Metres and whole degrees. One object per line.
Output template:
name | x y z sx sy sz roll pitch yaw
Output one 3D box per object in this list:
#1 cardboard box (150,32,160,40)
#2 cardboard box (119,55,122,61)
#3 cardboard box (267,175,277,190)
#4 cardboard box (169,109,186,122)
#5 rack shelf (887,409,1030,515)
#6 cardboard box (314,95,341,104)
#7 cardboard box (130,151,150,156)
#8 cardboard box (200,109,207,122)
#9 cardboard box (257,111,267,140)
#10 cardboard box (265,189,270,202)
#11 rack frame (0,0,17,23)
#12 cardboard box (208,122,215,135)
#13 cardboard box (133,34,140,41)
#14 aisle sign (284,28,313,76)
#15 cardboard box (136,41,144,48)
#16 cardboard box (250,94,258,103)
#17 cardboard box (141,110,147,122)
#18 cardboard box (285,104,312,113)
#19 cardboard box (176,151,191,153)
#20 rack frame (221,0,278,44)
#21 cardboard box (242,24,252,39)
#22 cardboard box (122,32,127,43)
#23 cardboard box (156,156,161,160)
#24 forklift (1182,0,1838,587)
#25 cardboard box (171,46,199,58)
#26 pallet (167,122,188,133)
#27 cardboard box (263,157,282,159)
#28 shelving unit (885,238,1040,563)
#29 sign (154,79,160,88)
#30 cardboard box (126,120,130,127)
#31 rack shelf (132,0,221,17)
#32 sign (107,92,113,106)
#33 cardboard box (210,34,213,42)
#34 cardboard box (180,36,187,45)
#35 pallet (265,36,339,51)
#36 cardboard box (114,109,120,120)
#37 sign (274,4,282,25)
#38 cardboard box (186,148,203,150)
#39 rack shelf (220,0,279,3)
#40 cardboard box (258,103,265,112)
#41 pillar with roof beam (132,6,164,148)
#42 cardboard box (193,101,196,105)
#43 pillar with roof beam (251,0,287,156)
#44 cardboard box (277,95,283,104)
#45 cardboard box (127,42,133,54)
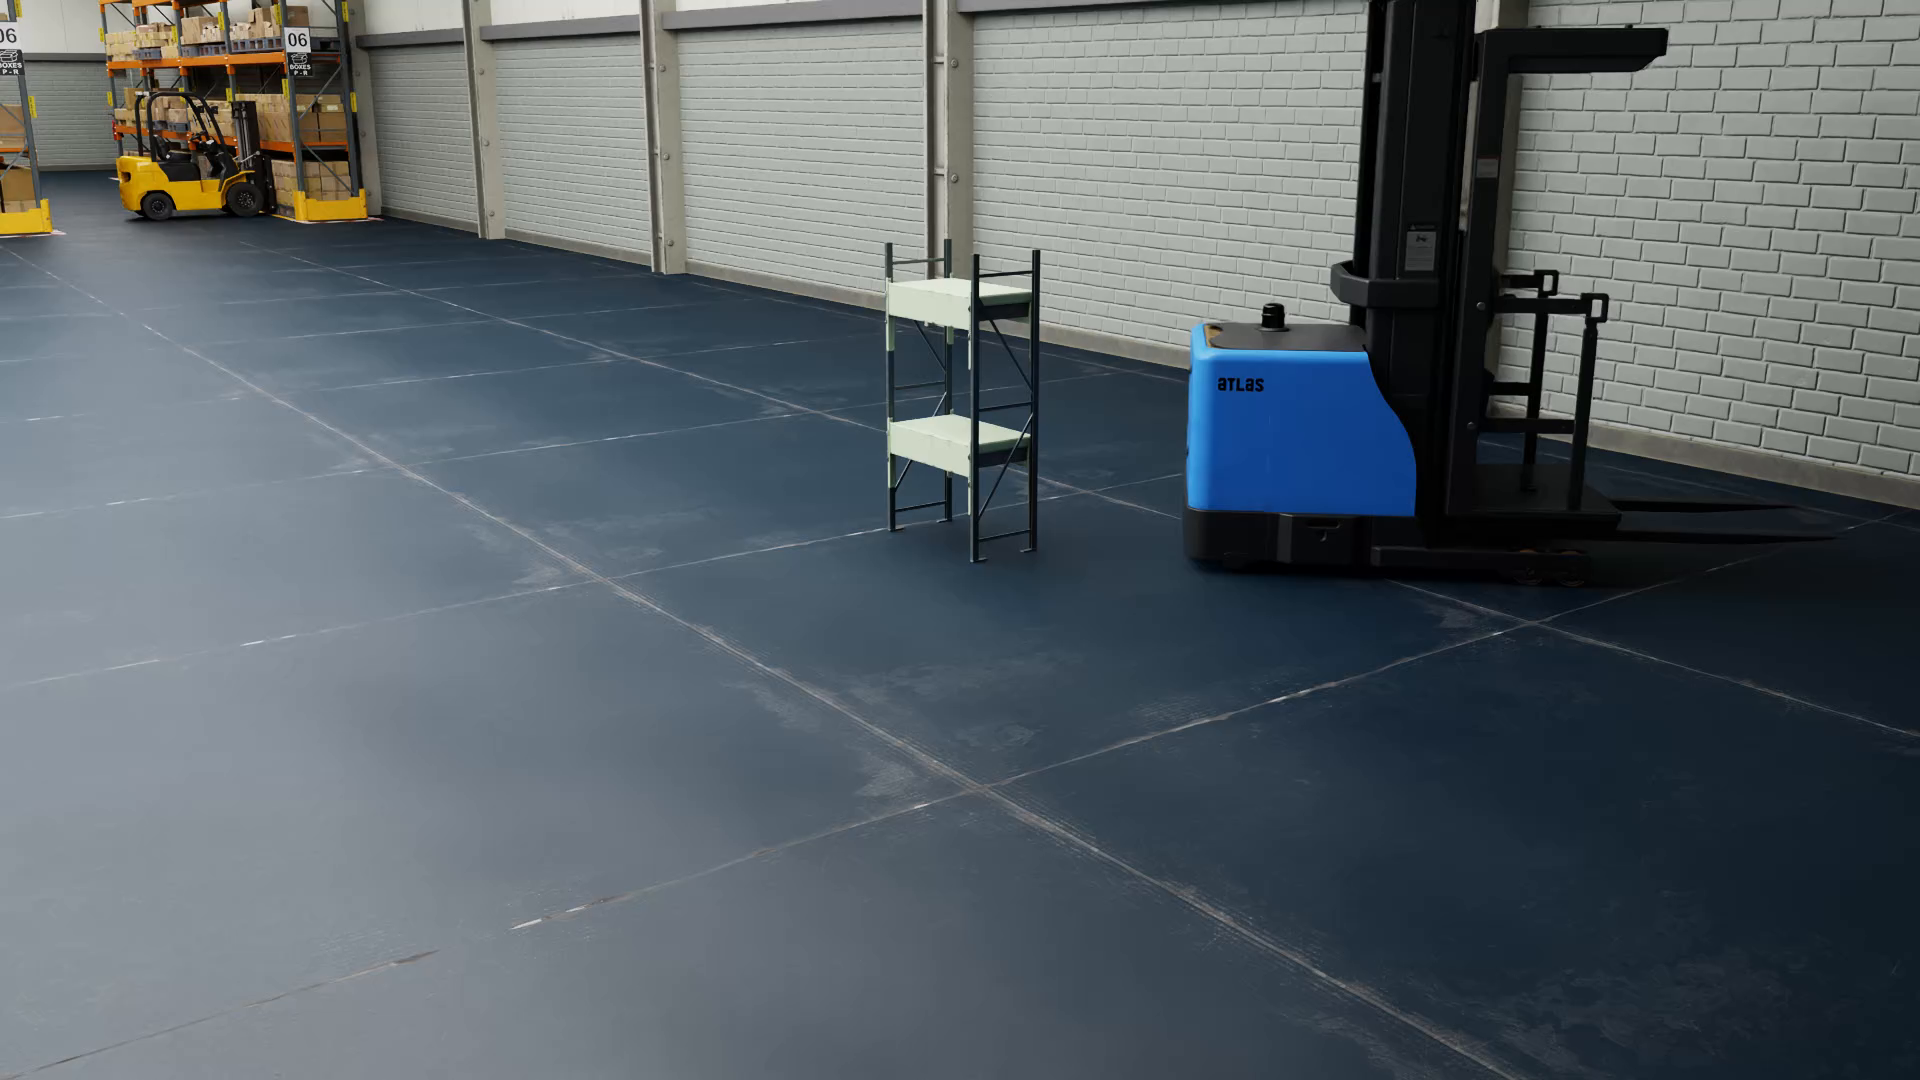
cardboard box | -17.294 -10.908 35.993 0.380 0.149 0.250 -11 19 -34
cardboard box | -19.598 -11.373 39.240 0.380 0.149 0.250 -11 19 -34
cardboard box | -12.158 -6.466 29.984 0.500 0.250 0.500 -11 19 -36
cardboard box | -16.598 -9.091 35.597 0.500 0.250 0.500 -12 19 -37
rack shelf | 0.004 -0.408 8.459 0.431 0.370 0.720 -11 19 -35
cardboard box | -11.037 -7.687 28.996 0.380 0.149 0.250 -11 19 -36
cardboard box | -19.666 -9.157 40.289 0.700 0.500 0.500 -10 18 -32
cardboard box | -15.066 -8.600 33.652 0.500 0.250 0.500 -11 19 -36
cardboard box | -12.417 -7.517 30.169 0.500 0.500 0.500 -11 19 -34
cardboard box | -12.439 -6.328 30.427 0.500 0.250 0.500 -10 18 -33
rack frame | -15.025 -9.199 25.141 1.000 3.000 0.127 -11 19 -35
cardboard box | -14.749 -8.252 33.329 0.500 0.250 0.500 -10 18 -33
cardboard box | -18.247 -11.227 37.161 0.380 0.149 0.250 -10 18 -33
aisle sign | -11.211 -8.271 28.190 0.394 0.787 0.004 -11 19 -35
cardboard box | -18.090 -11.030 37.002 0.380 0.149 0.250 -11 19 -34
cardboard box | -12.790 -8.105 30.524 0.380 0.149 0.250 -11 19 -35
cardboard box | -18.565 -9.781 38.353 0.500 0.250 0.500 -10 18 -33
cardboard box | -11.443 -7.469 28.764 0.380 0.149 0.250 -11 19 -34
cardboard box | -16.968 -8.449 36.474 0.380 0.149 0.250 -12 19 -37
rack frame | -13.364 -10.825 31.080 1.000 3.000 0.127 -11 19 -35
cardboard box | -12.737 -9.200 30.095 0.396 0.266 0.258 -11 19 -36
cardboard box | -19.156 -11.685 38.680 0.500 0.250 0.500 -10 18 -34
cardboard box | -17.965 -8.498 37.883 0.500 0.500 0.500 -10 18 -32
forklift | 2.642 -1.344 7.935 3.031 2.935 1.130 2 15 7
cardboard box | -16.214 -10.232 34.879 0.500 0.250 0.500 -12 19 -36
pallet | -16.171 -8.827 35.507 1.213 0.211 1.003 -11 19 -35
cardboard box | -12.739 -6.923 30.706 0.500 0.250 0.500 -10 18 -33
shelving unit | 0.004 -0.722 8.373 0.431 1.500 0.755 -11 19 -35
sign | -19.959 -11.286 41.339 0.100 0.325 0.005 -11 19 -35
cardboard box | -19.731 -9.977 39.822 0.380 0.149 0.250 -12 19 -36
rack shelf | -16.892 -11.566 35.909 1.077 0.370 4.000 -11 19 -35
sign | -20.859 -10.827 40.812 0.100 0.325 0.005 -11 19 -35
cardboard box | -14.256 -9.695 32.126 0.380 0.149 0.250 -11 19 -35
cardboard box | -15.757 -10.249 34.115 0.380 0.166 0.250 -11 19 -35
pallet | -11.407 -8.636 28.933 1.003 0.211 1.213 -11 19 -35
cardboard box | -20.371 -10.426 40.708 0.500 0.250 0.500 -11 19 -34
sign | -11.459 -8.831 27.952 0.100 0.325 0.005 -11 19 -35
cardboard box | -17.459 -8.860 37.976 0.380 0.149 0.250 -11 19 -35
rack shelf | -12.188 -9.858 29.667 1.077 0.370 4.000 -11 19 -35
cardboard box | -12.496 -7.850 30.158 0.380 0.149 0.250 -11 19 -36
pillar with roof beam | -24.758 -13.435 40.616 9.100 9.000 0.400 -11 19 -35
cardboard box | -15.609 -8.976 34.271 0.380 0.149 0.250 -10 18 -33
pillar with roof beam | -17.703 -10.872 31.253 9.100 9.000 0.400 -11 19 -35
cardboard box | -11.739 -7.725 29.137 0.380 0.149 0.250 -10 18 -33
cardboard box | -18.868 -11.331 38.332 0.500 0.250 0.500 -12 19 -36
